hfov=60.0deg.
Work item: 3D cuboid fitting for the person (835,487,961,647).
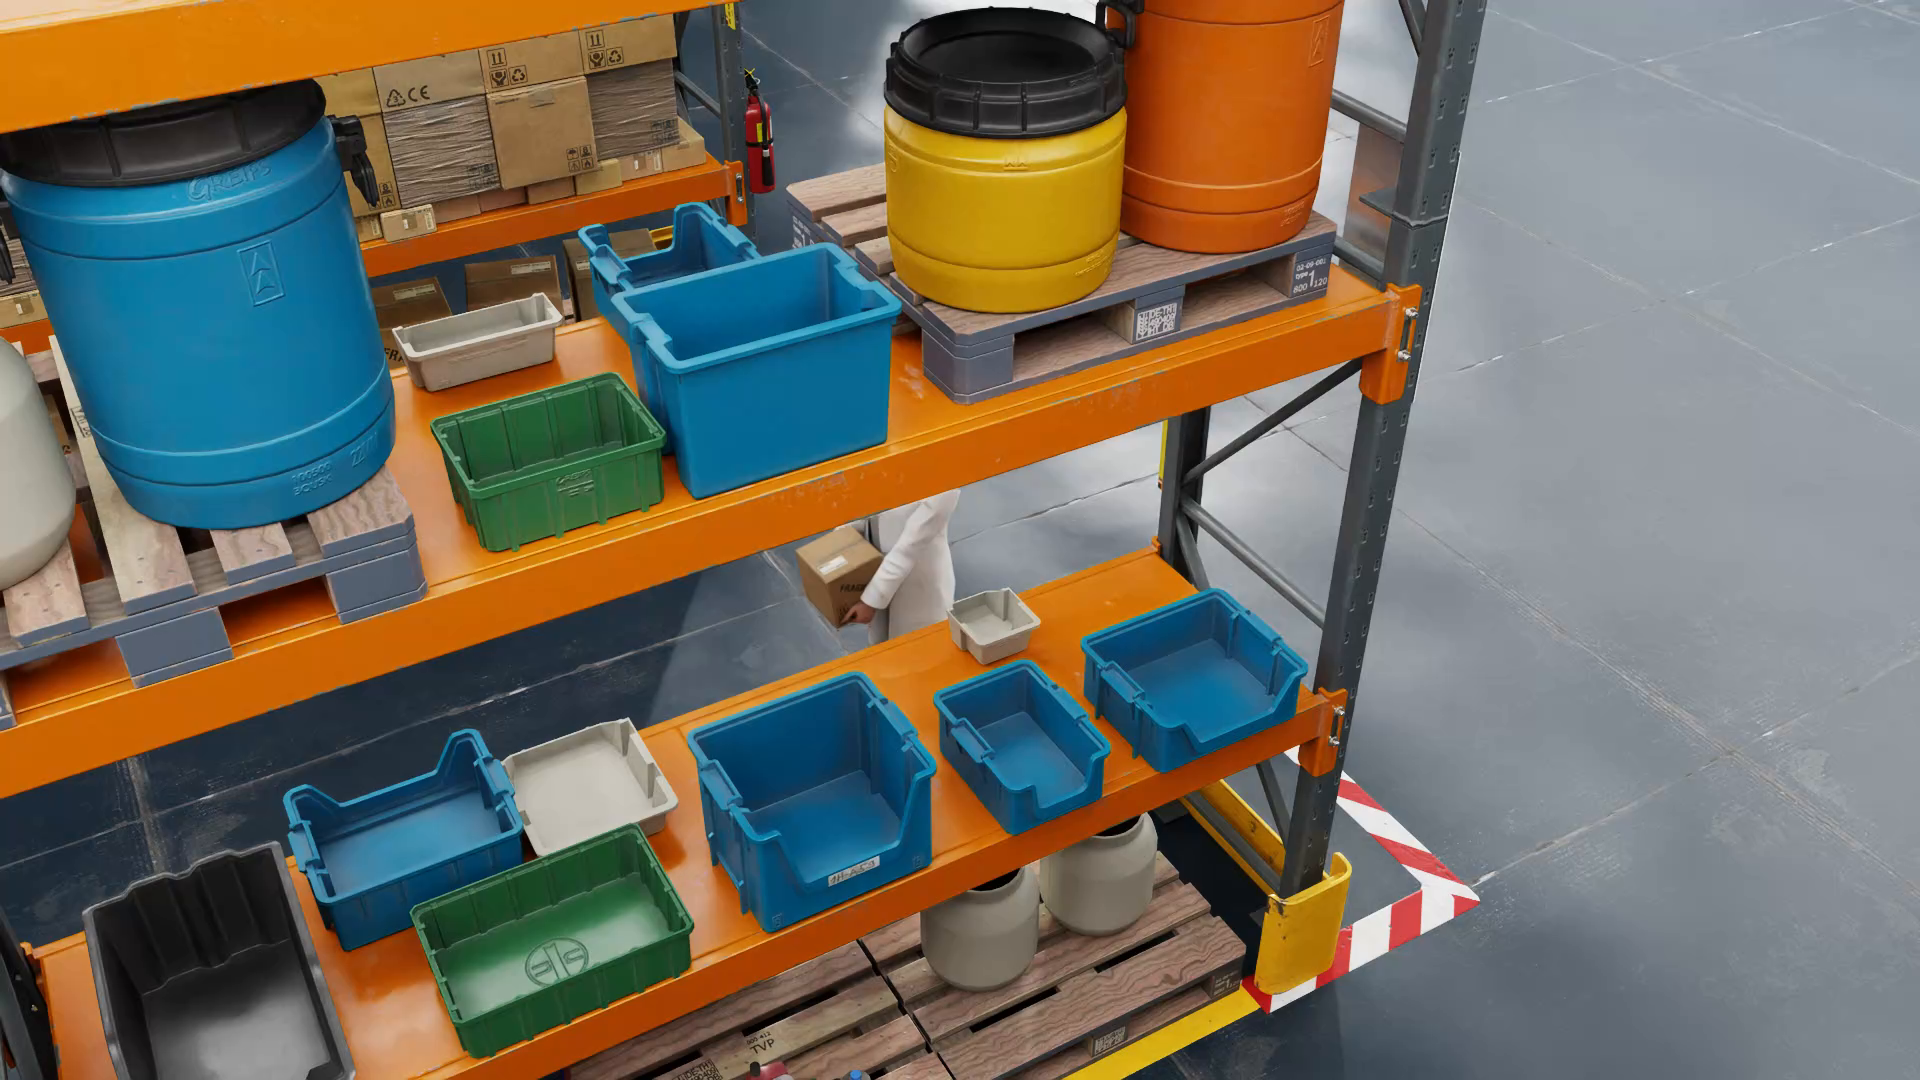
[{"bbox_3d":[-0.299,0.204,6.669,0.551,1.780,0.526,-21,41,-26],"label":"person"}]
